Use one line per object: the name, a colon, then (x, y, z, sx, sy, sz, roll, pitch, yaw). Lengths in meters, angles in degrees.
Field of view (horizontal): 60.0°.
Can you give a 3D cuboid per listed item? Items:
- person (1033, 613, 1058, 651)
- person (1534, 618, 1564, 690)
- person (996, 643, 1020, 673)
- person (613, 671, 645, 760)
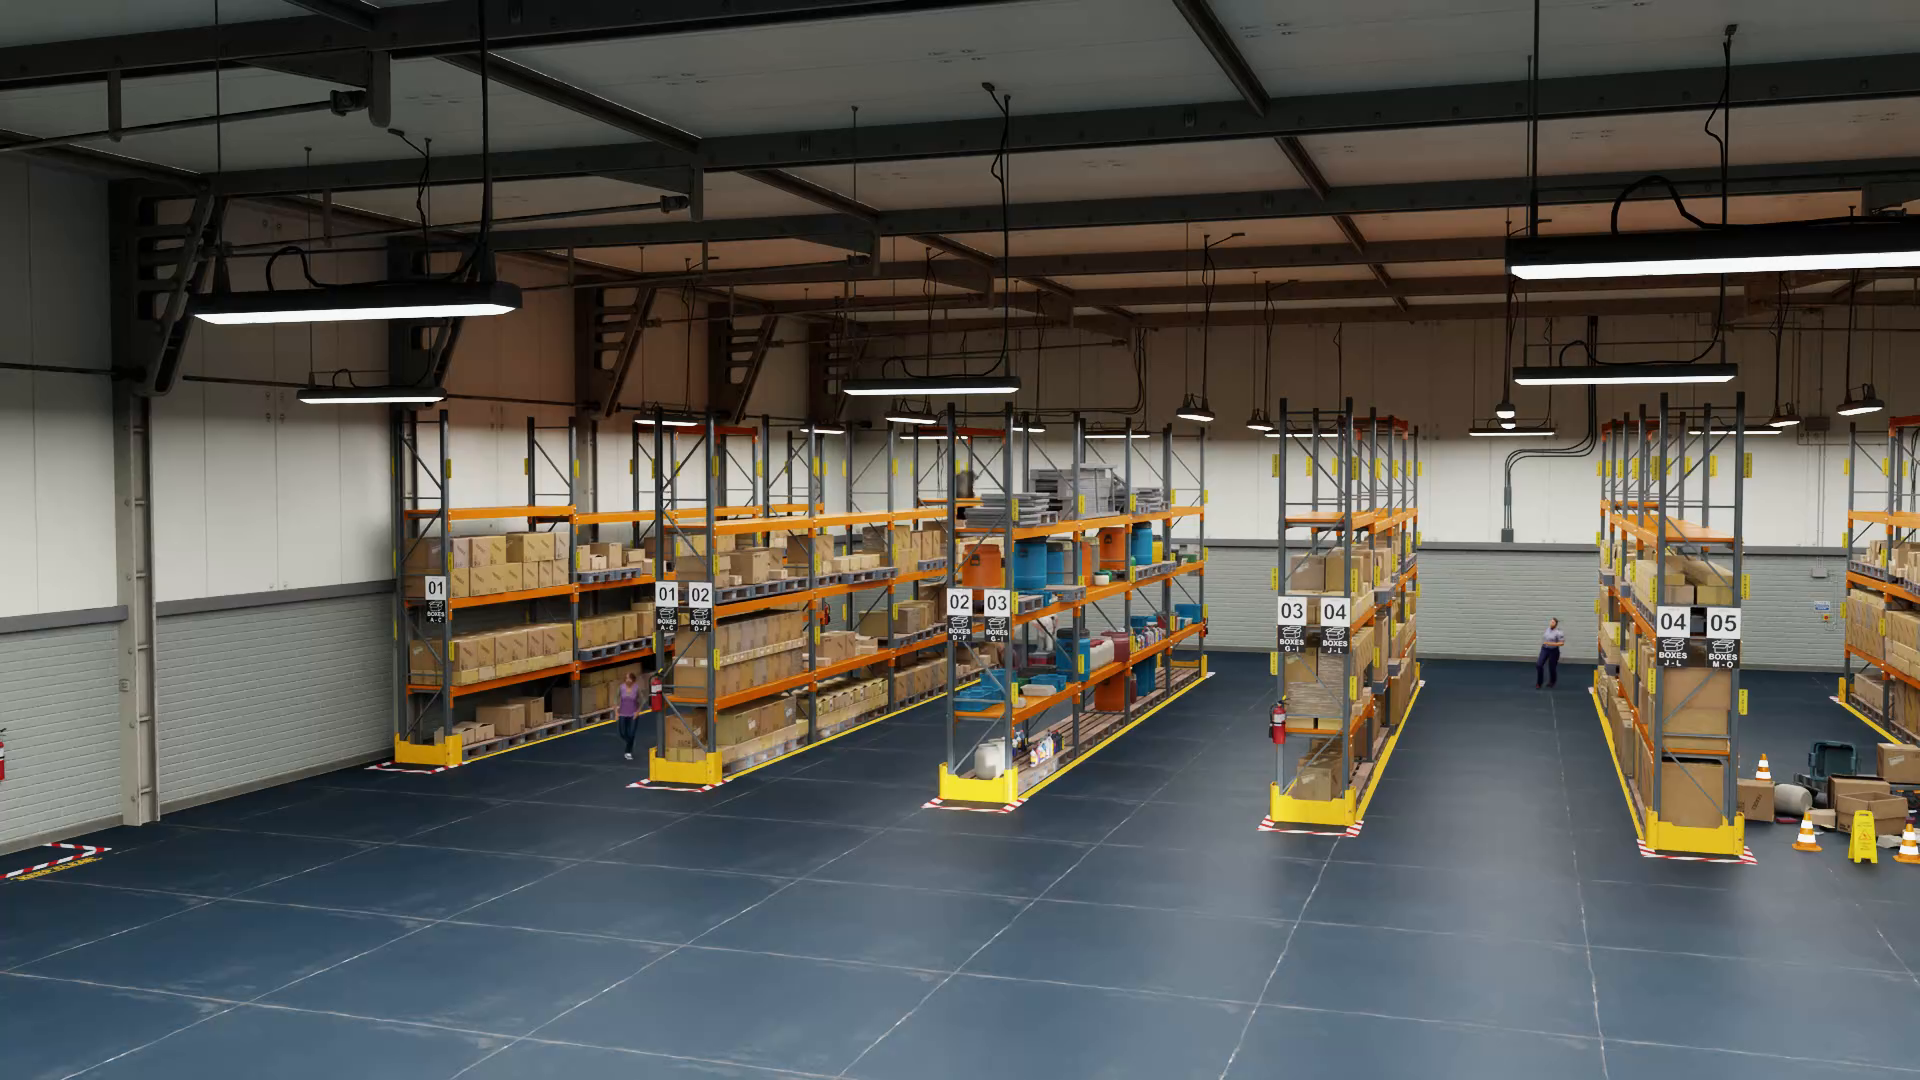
person: (2.117, 2.384, 41.386, 0.687, 1.788, 0.923, 0, 2, -8)
person: (13.434, 2.592, 37.717, 0.662, 1.684, 0.649, -2, 3, -45)
person: (0.962, 2.777, 33.681, 0.732, 1.538, 1.060, 2, 3, 35)
person: (-5.697, 3.013, 28.604, 0.549, 1.532, 0.468, 0, 2, -3)
